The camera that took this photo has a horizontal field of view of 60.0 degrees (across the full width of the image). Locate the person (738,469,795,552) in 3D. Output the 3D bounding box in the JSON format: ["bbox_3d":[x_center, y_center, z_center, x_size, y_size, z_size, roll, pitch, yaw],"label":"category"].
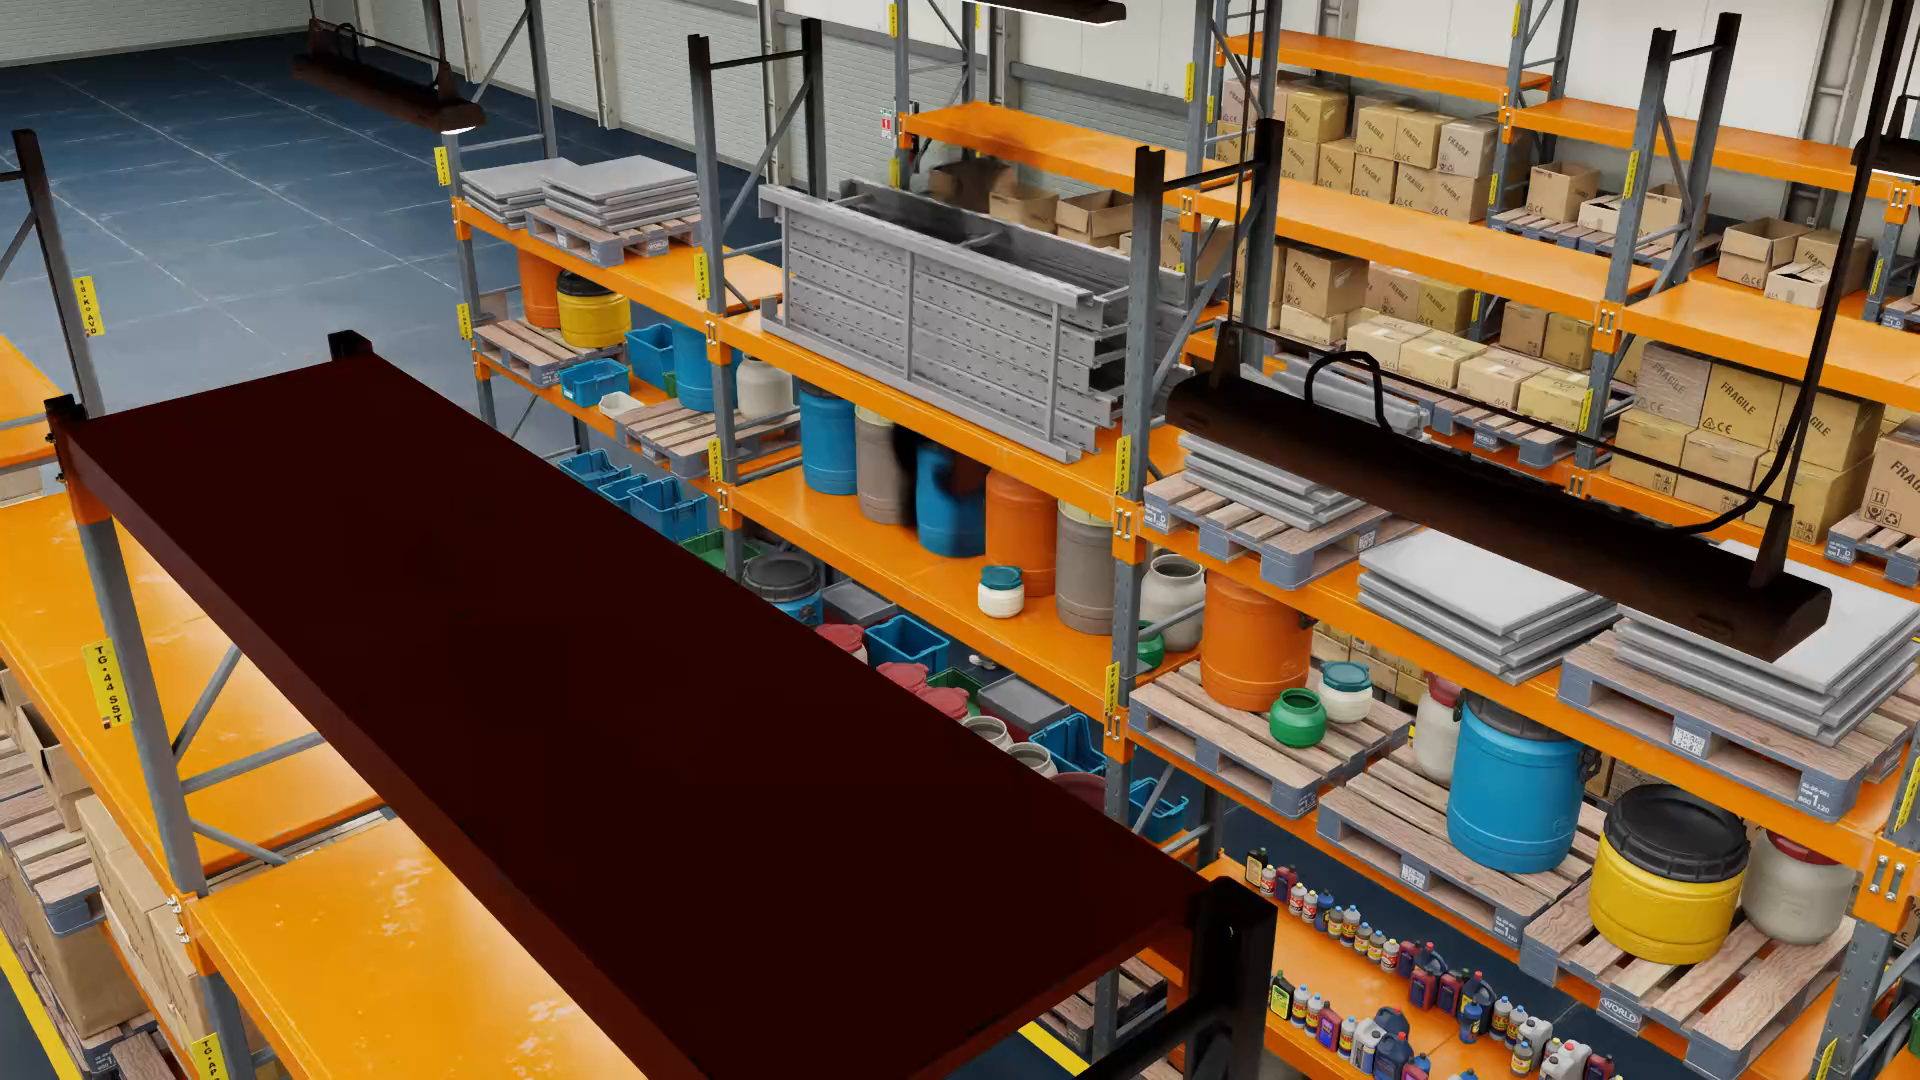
[{"bbox_3d":[-1.968,-0.373,16.474,0.589,1.677,0.659,11,29,20],"label":"person"}]

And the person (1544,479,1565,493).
[{"bbox_3d":[5.516,0.087,15.639,0.525,1.611,0.807,-20,33,-34],"label":"person"}]

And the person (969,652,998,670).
[{"bbox_3d":[0.270,0.454,14.919,0.572,1.620,0.565,23,35,37],"label":"person"}]
